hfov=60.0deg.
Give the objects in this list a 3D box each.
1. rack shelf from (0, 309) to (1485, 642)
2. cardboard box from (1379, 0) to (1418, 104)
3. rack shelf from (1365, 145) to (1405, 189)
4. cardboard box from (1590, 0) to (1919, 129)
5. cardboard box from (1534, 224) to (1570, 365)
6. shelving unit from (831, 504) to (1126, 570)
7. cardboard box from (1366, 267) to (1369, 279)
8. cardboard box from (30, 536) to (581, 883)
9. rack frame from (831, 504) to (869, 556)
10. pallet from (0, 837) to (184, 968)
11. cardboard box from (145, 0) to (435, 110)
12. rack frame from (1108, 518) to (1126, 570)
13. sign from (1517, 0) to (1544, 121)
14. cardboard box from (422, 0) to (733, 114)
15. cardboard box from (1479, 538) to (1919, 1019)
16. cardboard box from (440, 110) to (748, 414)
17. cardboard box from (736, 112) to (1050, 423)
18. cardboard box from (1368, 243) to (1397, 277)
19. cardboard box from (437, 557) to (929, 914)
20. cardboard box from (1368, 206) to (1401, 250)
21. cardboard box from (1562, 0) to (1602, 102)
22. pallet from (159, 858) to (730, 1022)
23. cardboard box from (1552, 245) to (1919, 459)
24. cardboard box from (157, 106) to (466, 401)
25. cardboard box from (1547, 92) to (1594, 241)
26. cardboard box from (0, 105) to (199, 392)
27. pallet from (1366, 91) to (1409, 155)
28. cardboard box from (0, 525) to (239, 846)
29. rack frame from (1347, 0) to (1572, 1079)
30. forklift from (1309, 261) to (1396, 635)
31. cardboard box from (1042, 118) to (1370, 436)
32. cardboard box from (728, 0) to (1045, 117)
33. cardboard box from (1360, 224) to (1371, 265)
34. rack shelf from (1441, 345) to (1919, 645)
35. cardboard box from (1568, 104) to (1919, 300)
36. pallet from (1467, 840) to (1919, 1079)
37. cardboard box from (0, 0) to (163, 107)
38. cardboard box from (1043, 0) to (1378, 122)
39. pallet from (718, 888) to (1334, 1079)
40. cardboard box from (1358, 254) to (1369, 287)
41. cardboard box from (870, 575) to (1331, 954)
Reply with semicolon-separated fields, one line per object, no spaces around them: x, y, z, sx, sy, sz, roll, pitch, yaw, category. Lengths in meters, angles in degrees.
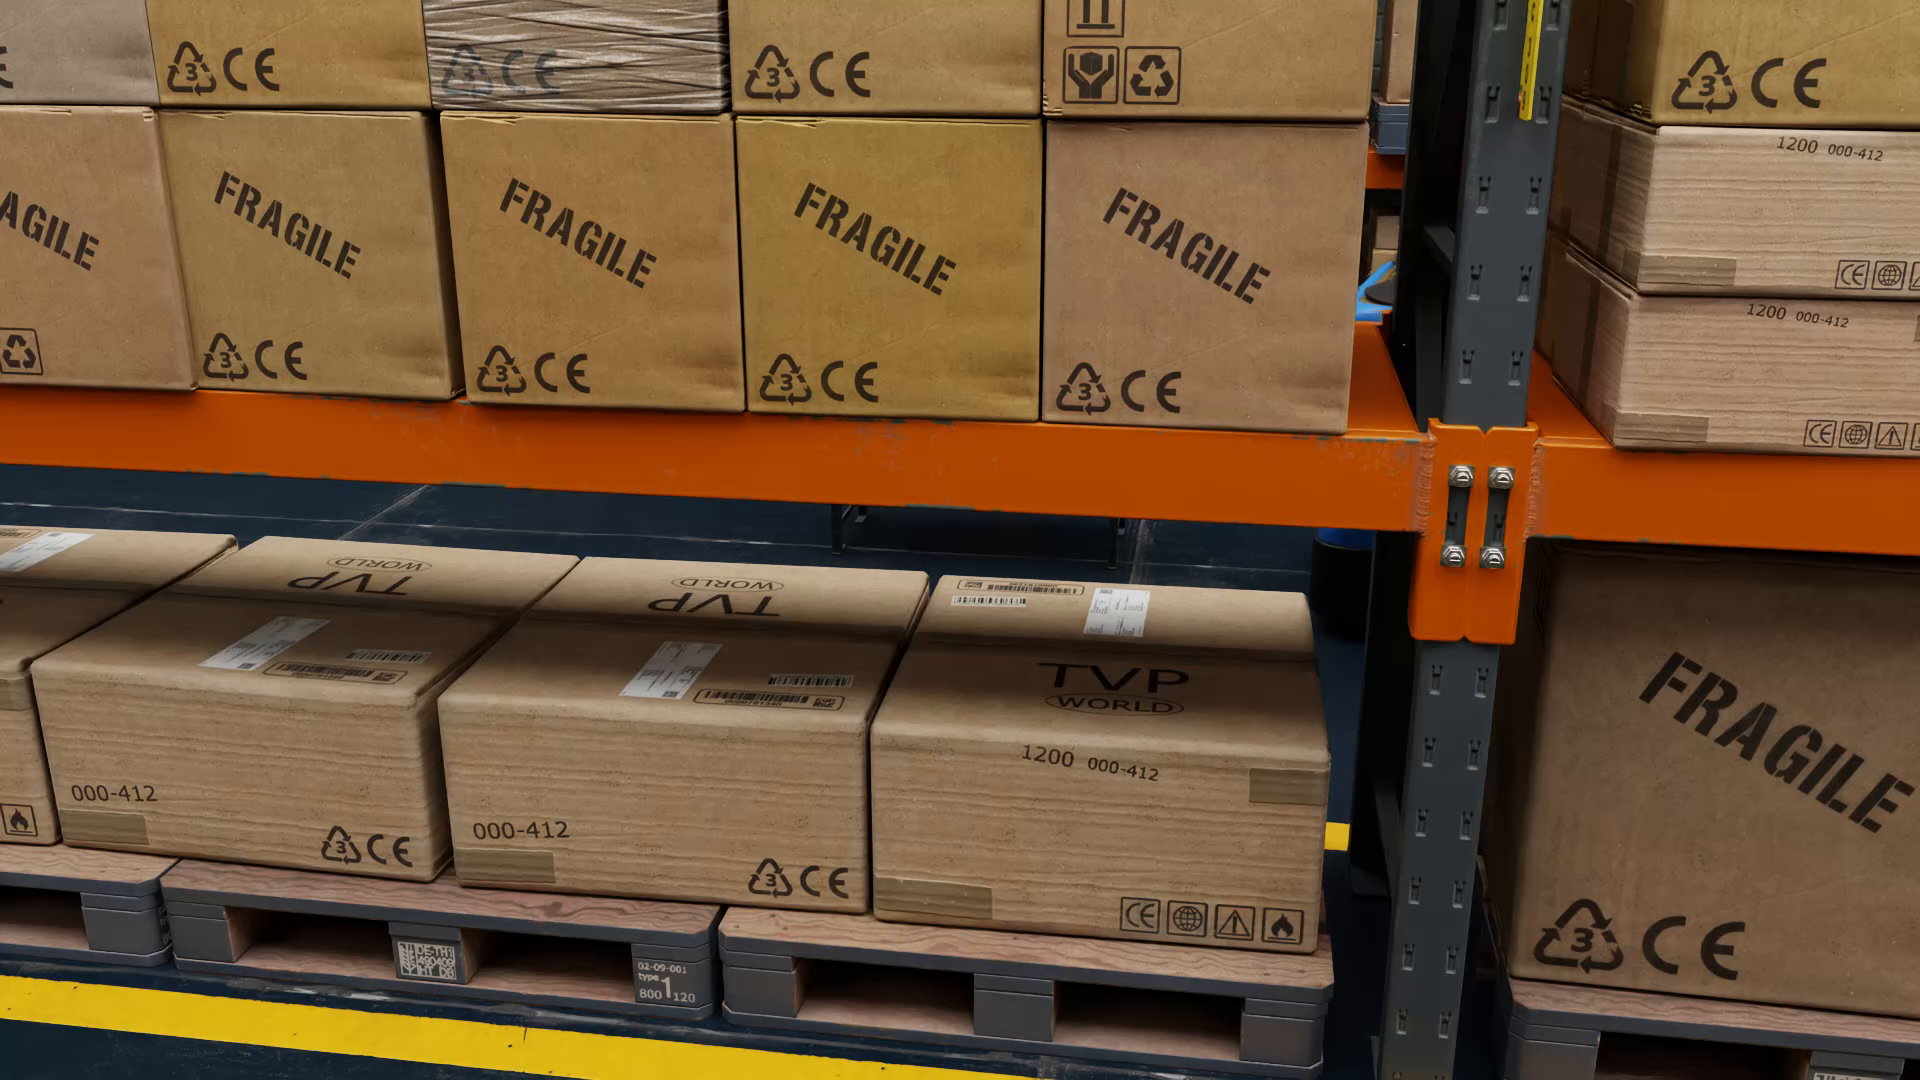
-1.051;-0.265;3.502;4.000;0.370;1.077;3;19;9;rack shelf
2.149;-2.213;7.370;0.500;0.500;0.700;3;19;10;cardboard box
3.682;-1.619;7.548;4.000;0.370;1.077;3;19;9;rack shelf
1.312;-0.915;2.577;0.500;0.500;0.500;3;19;9;cardboard box
1.406;-0.491;3.279;0.500;0.250;0.500;2;19;7;cardboard box
0.084;-0.707;6.052;1.048;1.500;0.538;3;19;9;shelving unit
2.149;-0.980;7.781;0.500;0.500;0.500;4;19;11;cardboard box
-1.454;0.354;3.893;0.875;0.438;0.875;3;19;10;cardboard box
-0.418;-0.733;6.129;0.032;1.500;0.500;3;19;9;rack frame
-2.224;0.631;4.084;1.213;0.211;1.003;3;19;9;pallet
-1.084;-1.043;2.959;0.500;0.500;0.500;3;19;9;cardboard box
0.586;-0.681;5.976;0.032;1.500;0.500;3;19;9;rack frame
0.837;-0.780;2.417;0.005;0.325;0.100;3;19;9;sign
-0.590;-1.015;2.876;0.500;0.500;0.500;3;19;9;cardboard box
1.548;0.309;3.339;0.875;0.875;0.875;4;19;10;cardboard box
-0.583;-0.541;3.035;0.500;0.500;0.500;3;19;8;cardboard box
-0.084;-0.520;2.973;0.500;0.500;0.500;2;19;7;cardboard box
2.019;-1.281;7.659;0.250;0.149;0.380;4;19;11;cardboard box
-0.564;0.400;3.756;0.875;0.438;0.875;2;19;7;cardboard box
2.029;-1.441;7.668;0.250;0.149;0.380;3;19;8;cardboard box
1.404;-1.083;3.080;0.500;0.500;0.500;4;19;10;cardboard box
-1.023;0.693;3.898;1.213;0.211;1.003;3;19;9;pallet
1.316;-0.330;2.797;0.500;0.250;0.500;2;19;7;cardboard box
-1.097;-0.572;3.128;0.500;0.500;0.500;4;19;10;cardboard box
1.397;-0.725;3.193;0.500;0.250;0.500;3;19;9;cardboard box
-1.594;-0.592;3.188;0.500;0.500;0.500;3;19;8;cardboard box
2.479;-1.895;7.543;1.213;0.211;1.003;3;19;9;pallet
-2.359;0.311;4.023;0.875;0.438;0.875;2;19;7;cardboard box
0.923;-0.506;3.087;0.127;3.000;1.000;3;19;9;rack frame
2.707;-1.055;4.836;3.031;2.935;1.130;7;20;21;forklift
0.425;-0.496;2.901;0.500;0.500;0.500;3;19;9;cardboard box
-0.086;-0.992;2.809;0.500;0.500;0.500;3;19;8;cardboard box
2.116;-1.454;8.177;0.250;0.149;0.380;2;19;6;cardboard box
2.898;-0.064;2.900;4.000;0.370;1.077;3;19;9;rack shelf
1.313;-0.561;2.701;0.500;0.250;0.500;2;19;7;cardboard box
1.697;0.832;3.484;1.213;0.211;1.003;3;19;9;pallet
-1.577;-1.068;3.034;0.500;0.500;0.500;3;19;8;cardboard box
0.414;-0.964;2.725;0.500;0.500;0.500;3;19;8;cardboard box
0.185;0.754;3.717;1.213;0.211;1.003;3;19;9;pallet
2.239;-1.142;8.268;0.500;0.500;0.500;3;19;8;cardboard box
0.320;0.445;3.622;0.875;0.438;0.875;3;19;8;cardboard box
